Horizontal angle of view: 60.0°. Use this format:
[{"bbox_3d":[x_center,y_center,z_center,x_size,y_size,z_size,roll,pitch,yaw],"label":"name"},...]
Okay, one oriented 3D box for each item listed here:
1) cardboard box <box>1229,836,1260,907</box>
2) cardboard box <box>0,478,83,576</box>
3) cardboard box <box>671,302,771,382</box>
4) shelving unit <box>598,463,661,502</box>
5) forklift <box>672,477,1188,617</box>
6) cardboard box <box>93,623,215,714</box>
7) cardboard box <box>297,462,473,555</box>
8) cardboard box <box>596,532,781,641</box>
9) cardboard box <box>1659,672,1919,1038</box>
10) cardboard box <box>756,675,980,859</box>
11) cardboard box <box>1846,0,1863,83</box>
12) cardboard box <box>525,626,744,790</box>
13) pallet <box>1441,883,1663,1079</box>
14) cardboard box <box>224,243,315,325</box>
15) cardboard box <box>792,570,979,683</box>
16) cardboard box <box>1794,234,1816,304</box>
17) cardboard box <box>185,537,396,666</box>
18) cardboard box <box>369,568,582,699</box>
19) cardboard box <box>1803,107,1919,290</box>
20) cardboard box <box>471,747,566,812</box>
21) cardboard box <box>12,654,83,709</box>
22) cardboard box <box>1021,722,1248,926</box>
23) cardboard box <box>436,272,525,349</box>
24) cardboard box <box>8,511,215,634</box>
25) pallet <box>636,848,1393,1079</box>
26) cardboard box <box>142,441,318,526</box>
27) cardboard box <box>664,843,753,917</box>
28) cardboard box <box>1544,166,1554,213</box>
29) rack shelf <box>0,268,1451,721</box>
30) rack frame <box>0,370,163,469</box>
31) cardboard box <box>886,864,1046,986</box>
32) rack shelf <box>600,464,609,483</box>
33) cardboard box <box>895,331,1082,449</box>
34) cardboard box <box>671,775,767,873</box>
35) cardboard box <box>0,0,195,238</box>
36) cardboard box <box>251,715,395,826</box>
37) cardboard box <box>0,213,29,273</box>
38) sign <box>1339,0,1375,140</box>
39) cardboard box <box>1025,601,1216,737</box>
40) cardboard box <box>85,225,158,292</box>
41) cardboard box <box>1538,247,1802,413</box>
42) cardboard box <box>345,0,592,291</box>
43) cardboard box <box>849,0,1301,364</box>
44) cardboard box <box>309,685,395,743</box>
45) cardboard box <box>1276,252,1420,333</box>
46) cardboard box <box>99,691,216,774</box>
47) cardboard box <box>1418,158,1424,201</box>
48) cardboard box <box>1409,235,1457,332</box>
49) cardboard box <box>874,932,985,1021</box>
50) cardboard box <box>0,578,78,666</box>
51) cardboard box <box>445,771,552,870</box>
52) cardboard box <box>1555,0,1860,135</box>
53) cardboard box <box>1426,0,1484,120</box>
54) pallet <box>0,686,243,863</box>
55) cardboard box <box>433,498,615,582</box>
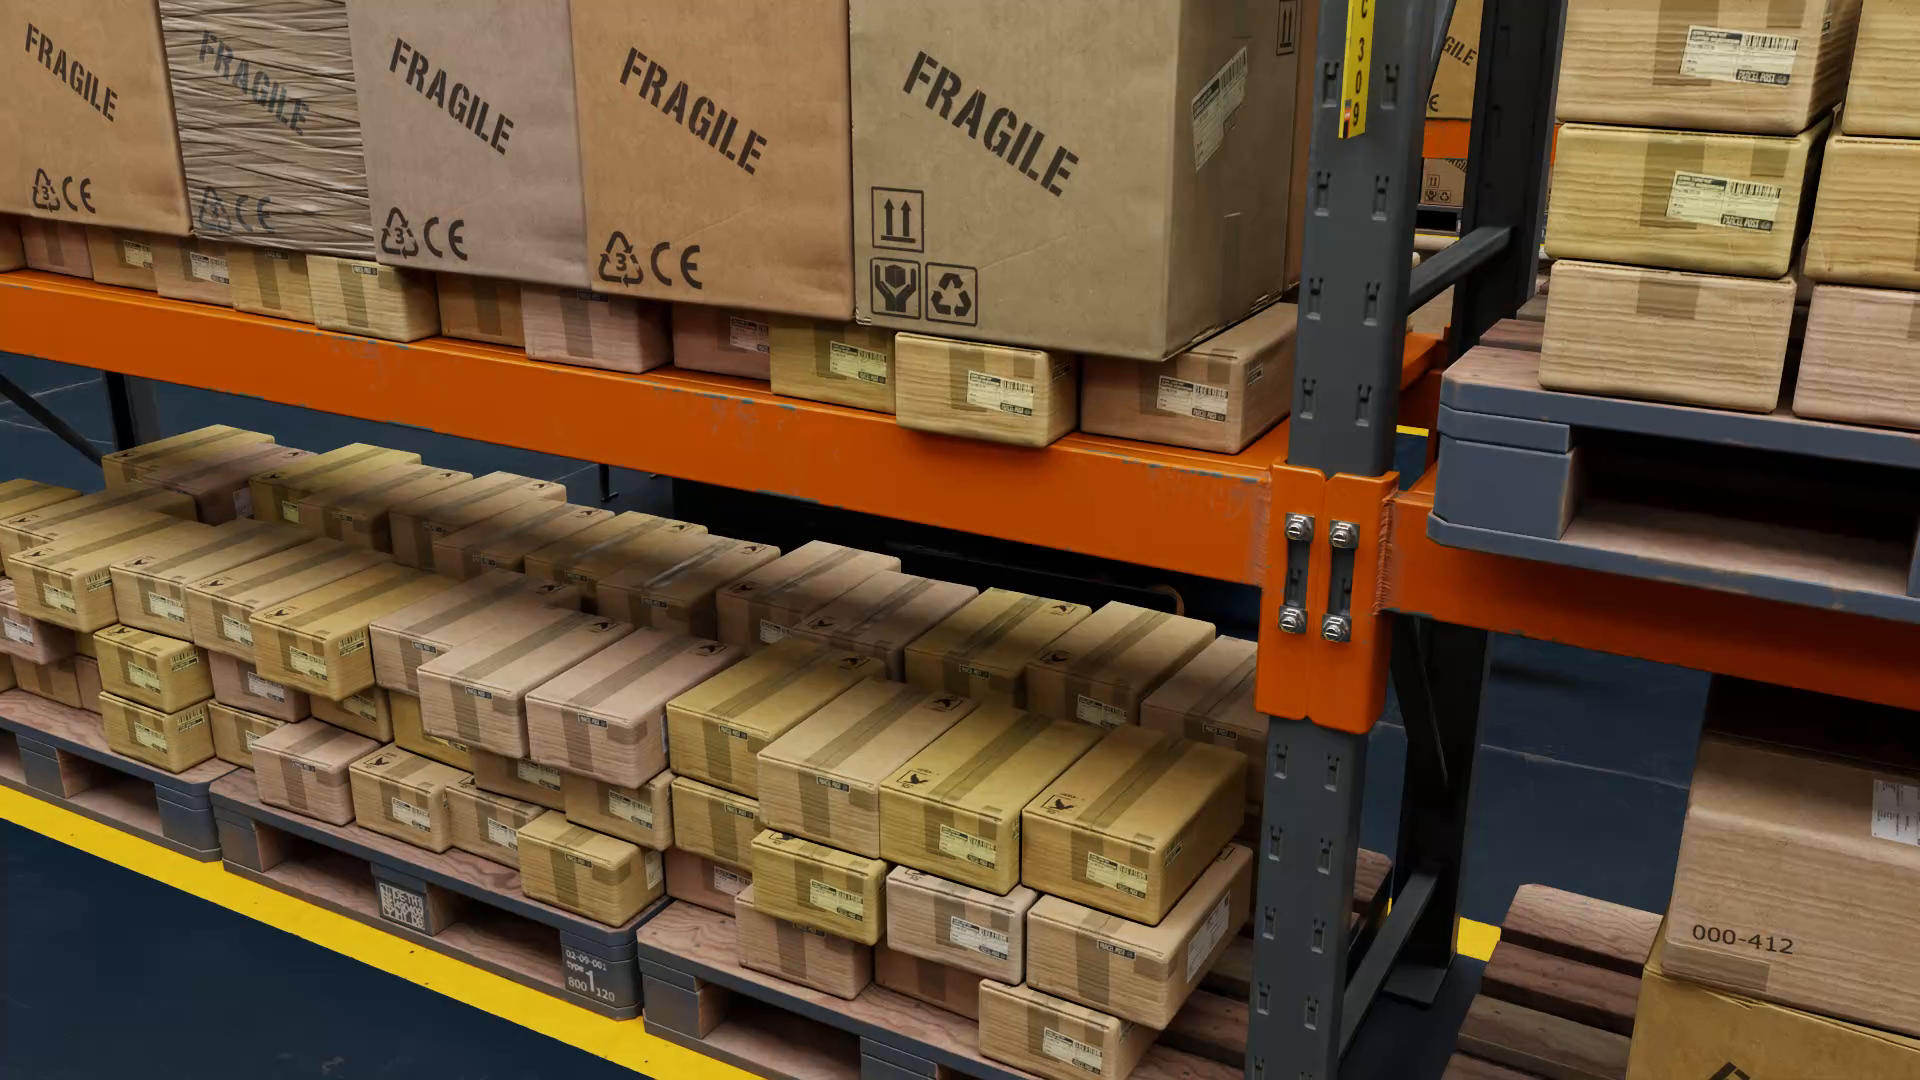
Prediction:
[{"bbox_3d":[0.579,0.581,3.430,0.250,0.149,0.380,10,22,25],"label":"cardboard box"},{"bbox_3d":[-2.460,-0.020,4.213,0.250,0.149,0.380,10,22,25],"label":"cardboard box"},{"bbox_3d":[-0.297,-0.401,2.941,0.250,0.149,0.380,10,22,26],"label":"cardboard box"},{"bbox_3d":[-1.039,-1.156,5.973,0.503,2.100,0.431,9,22,24],"label":"shelving unit"},{"bbox_3d":[0.561,-1.285,5.110,3.031,2.935,1.130,9,22,24],"label":"forklift"},{"bbox_3d":[-1.780,0.247,3.914,0.250,0.149,0.380,12,23,29],"label":"cardboard box"},{"bbox_3d":[-1.491,-0.069,4.350,0.250,0.149,0.380,10,22,25],"label":"cardboard box"},{"bbox_3d":[-0.615,0.124,3.818,0.250,0.149,0.380,10,22,25],"label":"cardboard box"},{"bbox_3d":[1.257,0.421,2.256,0.500,0.250,0.500,10,22,25],"label":"cardboard box"},{"bbox_3d":[-0.160,0.406,3.040,0.250,0.149,0.380,11,22,27],"label":"cardboard box"},{"bbox_3d":[1.186,-0.756,2.431,0.250,0.149,0.380,12,23,30],"label":"cardboard box"},{"bbox_3d":[-0.630,0.322,3.272,0.250,0.149,0.380,10,22,25],"label":"cardboard box"},{"bbox_3d":[1.421,1.034,2.705,1.213,0.211,1.003,11,23,27],"label":"pallet"},{"bbox_3d":[-1.242,-0.557,3.371,0.250,0.149,0.380,12,23,29],"label":"cardboard box"},{"bbox_3d":[-0.154,0.211,3.577,0.250,0.149,0.380,10,22,26],"label":"cardboard box"},{"bbox_3d":[1.184,-0.478,2.537,0.250,0.149,0.380,10,22,26],"label":"cardboard box"},{"bbox_3d":[-1.509,0.136,3.784,0.250,0.149,0.380,12,23,29],"label":"cardboard box"},{"bbox_3d":[-1.035,0.207,3.589,0.250,0.149,0.380,11,23,27],"label":"cardboard box"},{"bbox_3d":[1.087,-0.380,1.830,0.250,0.149,0.380,10,22,26],"label":"cardboard box"},{"bbox_3d":[-0.802,0.401,3.490,0.250,0.149,0.380,10,22,25],"label":"cardboard box"},{"bbox_3d":[-2.182,0.273,4.278,0.250,0.149,0.380,11,23,27],"label":"cardboard box"},{"bbox_3d":[0.303,0.476,2.847,0.250,0.149,0.380,12,23,29],"label":"cardboard box"},{"bbox_3d":[-0.766,-0.483,3.166,0.250,0.149,0.380,10,22,27],"label":"cardboard box"},{"bbox_3d":[-2.003,0.070,3.964,0.250,0.149,0.380,11,23,27],"label":"cardboard box"},{"bbox_3d":[0.137,0.804,3.339,1.213,0.211,1.003,11,23,27],"label":"pallet"},{"bbox_3d":[-1.975,-0.136,4.535,0.250,0.149,0.380,11,23,28],"label":"cardboard box"},{"bbox_3d":[-0.387,0.600,3.376,0.250,0.149,0.380,10,22,26],"label":"cardboard box"},{"bbox_3d":[4.113,-2.606,11.700,0.500,0.500,0.700,10,22,25],"label":"cardboard box"},{"bbox_3d":[-1.006,-0.400,3.624,4.000,0.370,1.077,11,23,27],"label":"rack shelf"},{"bbox_3d":[-2.752,-1.071,4.419,0.127,3.000,1.000,11,23,27],"label":"rack frame"},{"bbox_3d":[0.068,0.598,2.946,0.250,0.149,0.380,10,22,25],"label":"cardboard box"},{"bbox_3d":[-1.039,-0.485,6.217,0.480,0.518,0.431,9,22,24],"label":"rack shelf"},{"bbox_3d":[0.099,-0.276,2.595,0.250,0.149,0.380,10,22,26],"label":"cardboard box"},{"bbox_3d":[-0.345,0.488,3.250,0.250,0.149,0.380,11,23,28],"label":"cardboard box"},{"bbox_3d":[-1.593,-0.934,3.459,0.500,0.500,0.500,11,23,28],"label":"cardboard box"},{"bbox_3d":[-1.348,0.469,3.738,0.250,0.149,0.380,10,22,25],"label":"cardboard box"},{"bbox_3d":[-2.178,-0.711,3.794,0.250,0.149,0.380,10,22,26],"label":"cardboard box"},{"bbox_3d":[0.483,-0.650,1.988,0.005,0.325,0.100,11,23,27],"label":"sign"},{"bbox_3d":[0.329,0.275,3.401,0.250,0.149,0.380,12,23,30],"label":"cardboard box"},{"bbox_3d":[-1.660,-0.656,3.643,0.250,0.149,0.380,11,22,27],"label":"cardboard box"},{"bbox_3d":[0.860,-0.283,1.998,0.250,0.149,0.380,10,22,25],"label":"cardboard box"},{"bbox_3d":[-0.706,-0.759,2.975,0.500,0.500,0.500,11,23,27],"label":"cardboard box"},{"bbox_3d":[0.180,-0.589,2.507,0.500,0.500,0.500,11,23,27],"label":"cardboard box"},{"bbox_3d":[-1.245,0.296,3.779,0.250,0.149,0.380,12,23,30],"label":"cardboard box"},{"bbox_3d":[0.653,-0.432,3.026,0.250,0.149,0.380,12,23,29],"label":"cardboard box"},{"bbox_3d":[-1.792,0.388,3.962,0.250,0.149,0.380,11,23,28],"label":"cardboard box"},{"bbox_3d":[3.207,-2.778,12.176,0.500,0.500,0.700,12,23,29],"label":"cardboard box"},{"bbox_3d":[1.789,-1.174,7.845,0.875,0.438,0.875,10,22,26],"label":"cardboard box"},{"bbox_3d":[0.046,0.705,3.087,0.250,0.149,0.380,12,23,29],"label":"cardboard box"},{"bbox_3d":[-2.208,0.158,4.160,0.250,0.149,0.380,11,23,27],"label":"cardboard box"},{"bbox_3d":[-0.867,0.538,3.549,0.250,0.149,0.380,11,23,28],"label":"cardboard box"},{"bbox_3d":[0.860,-0.562,1.897,0.250,0.149,0.380,12,23,30],"label":"cardboard box"},{"bbox_3d":[2.085,-2.028,6.911,0.500,0.500,0.500,10,22,26],"label":"cardboard box"},{"bbox_3d":[-1.993,0.398,4.458,1.213,0.211,1.003,11,23,27],"label":"pallet"},{"bbox_3d":[-1.054,0.036,4.060,0.250,0.149,0.380,10,22,26],"label":"cardboard box"}]
